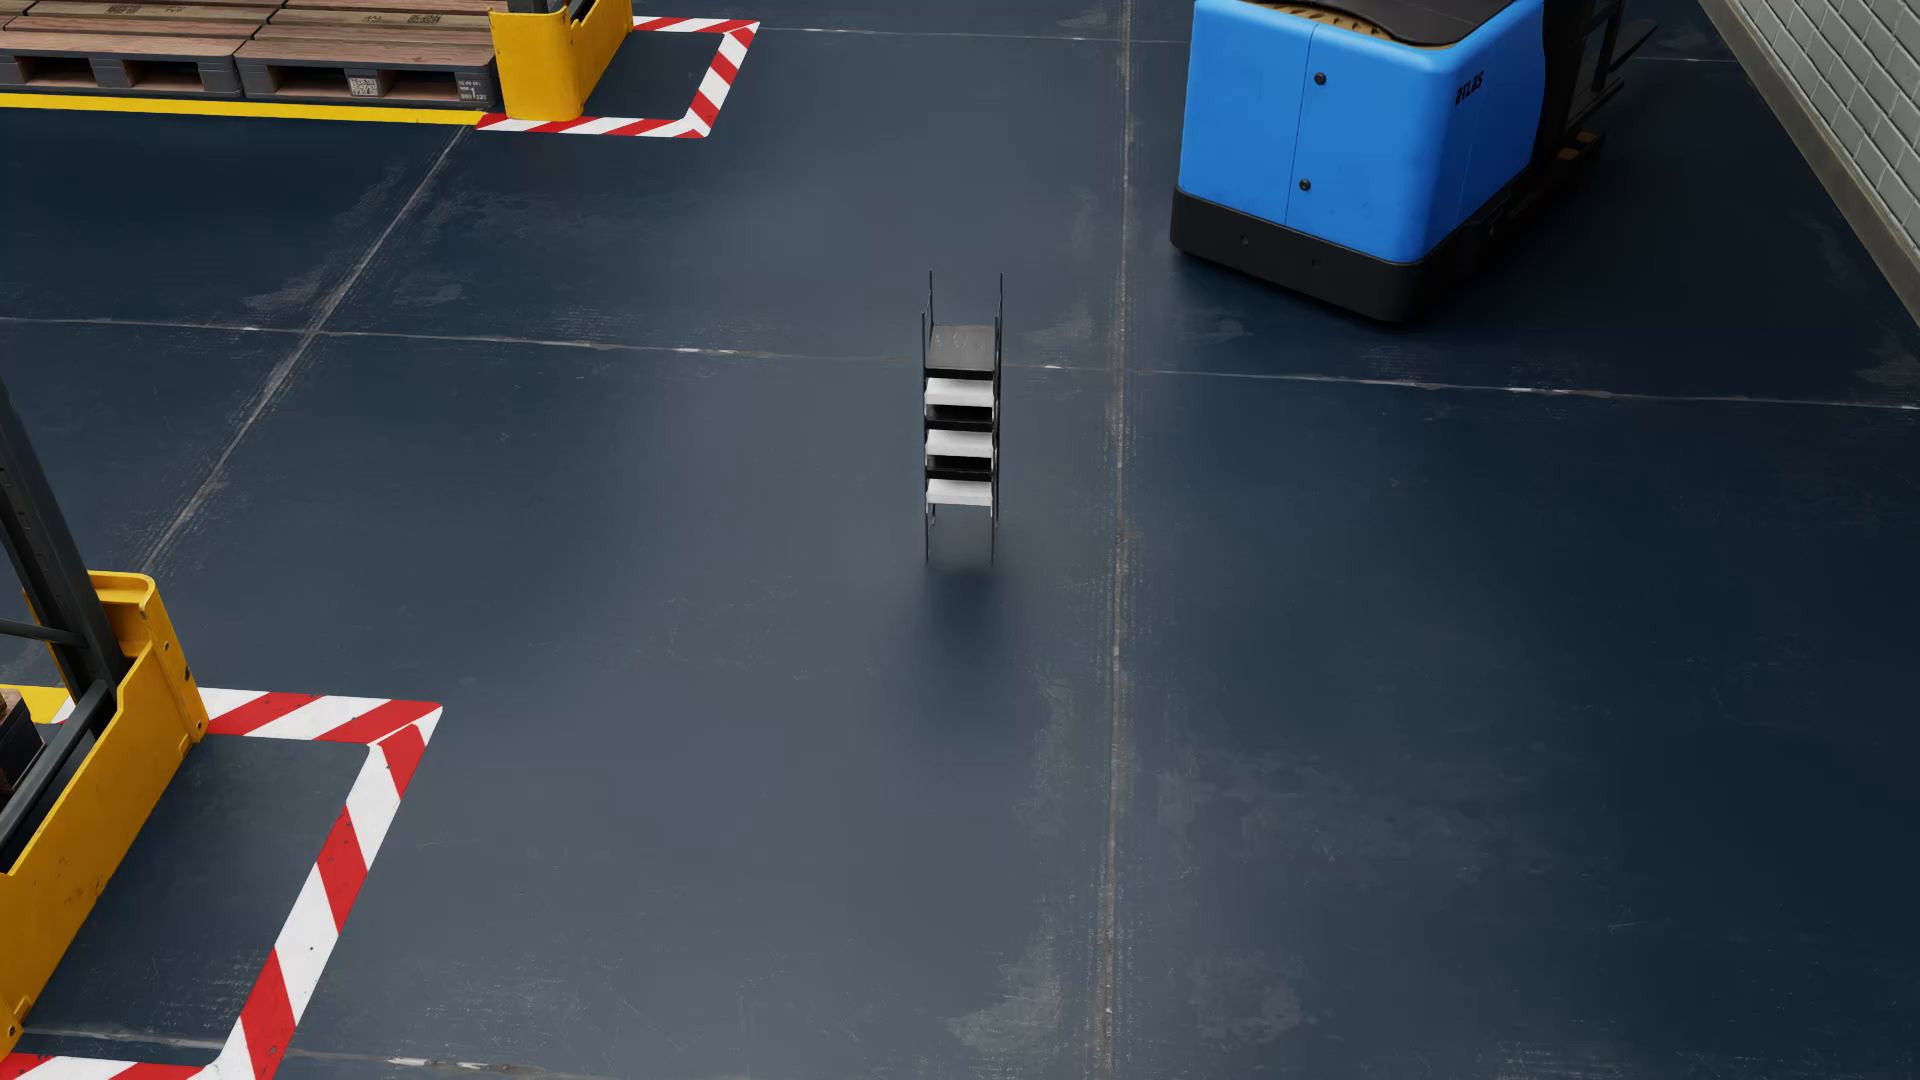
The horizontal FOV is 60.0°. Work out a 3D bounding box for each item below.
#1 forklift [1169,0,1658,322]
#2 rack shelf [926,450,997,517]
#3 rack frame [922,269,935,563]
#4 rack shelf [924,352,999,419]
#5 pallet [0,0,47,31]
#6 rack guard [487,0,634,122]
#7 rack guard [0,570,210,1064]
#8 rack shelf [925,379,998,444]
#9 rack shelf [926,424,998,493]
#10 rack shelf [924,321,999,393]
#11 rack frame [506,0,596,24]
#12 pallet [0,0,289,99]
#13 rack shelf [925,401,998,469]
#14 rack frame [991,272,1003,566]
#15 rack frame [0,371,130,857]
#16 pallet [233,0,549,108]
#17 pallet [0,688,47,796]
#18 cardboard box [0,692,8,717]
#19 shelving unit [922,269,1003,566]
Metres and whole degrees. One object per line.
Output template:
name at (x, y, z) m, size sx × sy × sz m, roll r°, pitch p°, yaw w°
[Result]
forklift at (2.133, -2.813, 6.384) m, size 1.130 × 2.935 × 3.031 m, roll 26°, pitch 46°, yaw 28°
rack shelf at (0.008, -0.183, 5.100) m, size 0.200 × 0.077 × 0.258 m, roll 3°, pitch 39°, yaw 4°
rack frame at (-0.093, -0.354, 4.972) m, size 0.006 × 0.900 × 0.240 m, roll 3°, pitch 39°, yaw 4°
rack shelf at (0.008, -0.462, 4.873) m, size 0.200 × 0.077 × 0.258 m, roll 3°, pitch 39°, yaw 4°
pallet at (-5.147, -2.562, 8.230) m, size 1.213 × 0.211 × 1.003 m, roll 3°, pitch 39°, yaw 4°
rack guard at (-1.873, -2.478, 7.899) m, size 0.348 × 0.500 × 1.175 m, roll 3°, pitch 39°, yaw 4°
rack guard at (-2.301, 0.645, 4.062) m, size 0.348 × 0.500 × 1.175 m, roll 3°, pitch 39°, yaw 4°
rack shelf at (0.008, -0.393, 4.930) m, size 0.200 × 0.077 × 0.258 m, roll 3°, pitch 39°, yaw 4°
rack shelf at (0.008, -0.253, 5.043) m, size 0.200 × 0.077 × 0.258 m, roll 3°, pitch 39°, yaw 4°
rack shelf at (0.008, -0.532, 4.816) m, size 0.200 × 0.077 × 0.258 m, roll 3°, pitch 39°, yaw 4°
rack frame at (-1.898, -3.441, 7.101) m, size 0.127 × 3.000 × 1.000 m, roll 3°, pitch 39°, yaw 4°
pallet at (-3.928, -2.497, 8.150) m, size 1.213 × 0.211 × 1.003 m, roll 3°, pitch 39°, yaw 4°
rack shelf at (0.008, -0.323, 4.986) m, size 0.200 × 0.077 × 0.258 m, roll 3°, pitch 39°, yaw 4°
rack frame at (0.109, -0.343, 4.959) m, size 0.006 × 0.900 × 0.240 m, roll 3°, pitch 39°, yaw 4°
rack frame at (-2.325, -0.326, 3.274) m, size 0.127 × 3.000 × 1.000 m, roll 3°, pitch 39°, yaw 4°
pallet at (-2.716, -2.429, 8.067) m, size 1.213 × 0.211 × 1.003 m, roll 3°, pitch 39°, yaw 4°
pallet at (-3.128, 0.761, 4.148) m, size 1.213 × 0.211 × 1.003 m, roll 3°, pitch 39°, yaw 4°
cardboard box at (-2.970, 0.351, 3.793) m, size 0.875 × 0.875 × 0.875 m, roll 3°, pitch 39°, yaw 4°
shelving unit at (0.008, -0.349, 4.965) m, size 0.210 × 0.900 × 0.258 m, roll 3°, pitch 39°, yaw 4°
